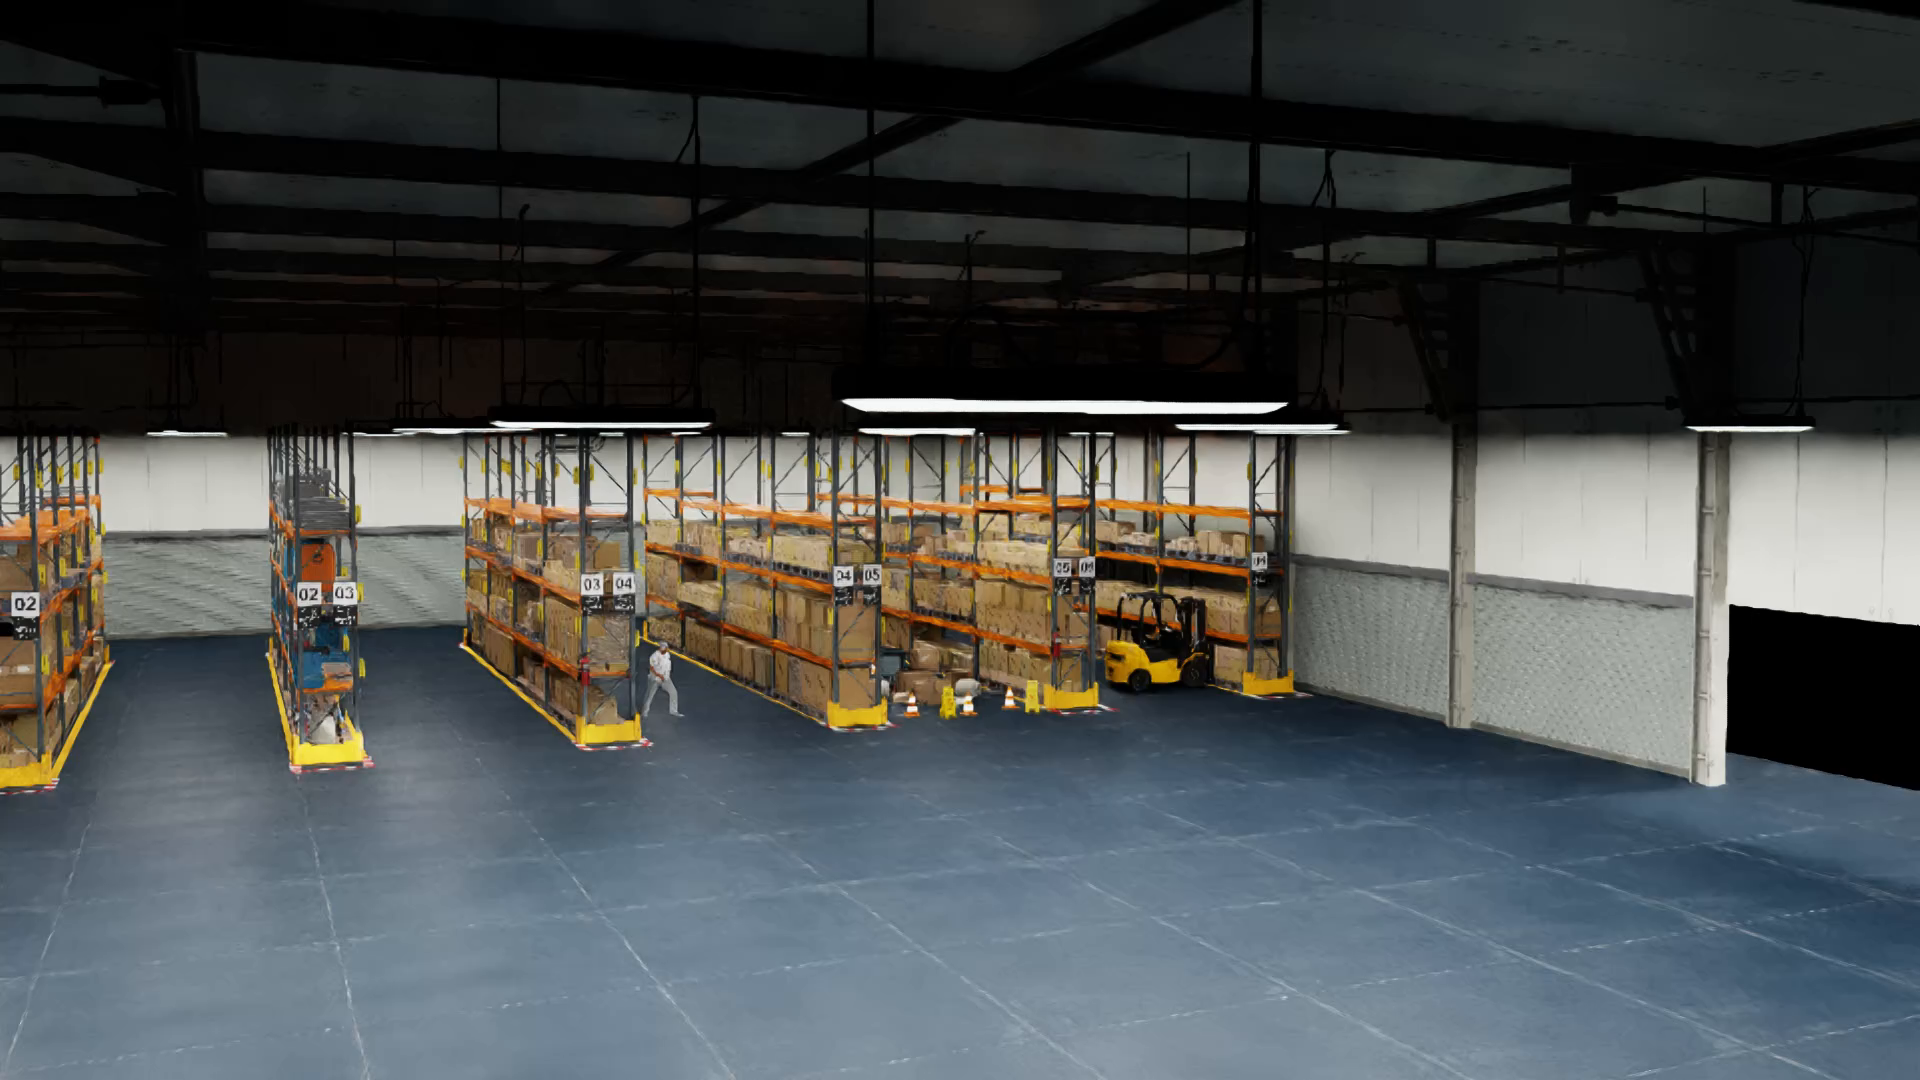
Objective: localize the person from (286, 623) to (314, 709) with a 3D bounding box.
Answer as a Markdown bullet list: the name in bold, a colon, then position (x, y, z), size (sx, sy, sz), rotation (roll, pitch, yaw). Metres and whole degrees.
- **person**: position (-13.407, 2.558, 33.756), size (0.489, 1.774, 0.589), rotation (-2, 4, -31)

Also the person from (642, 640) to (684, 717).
- **person**: position (-6.142, 2.834, 34.087), size (0.655, 1.594, 0.823), rotation (-3, 5, -41)
